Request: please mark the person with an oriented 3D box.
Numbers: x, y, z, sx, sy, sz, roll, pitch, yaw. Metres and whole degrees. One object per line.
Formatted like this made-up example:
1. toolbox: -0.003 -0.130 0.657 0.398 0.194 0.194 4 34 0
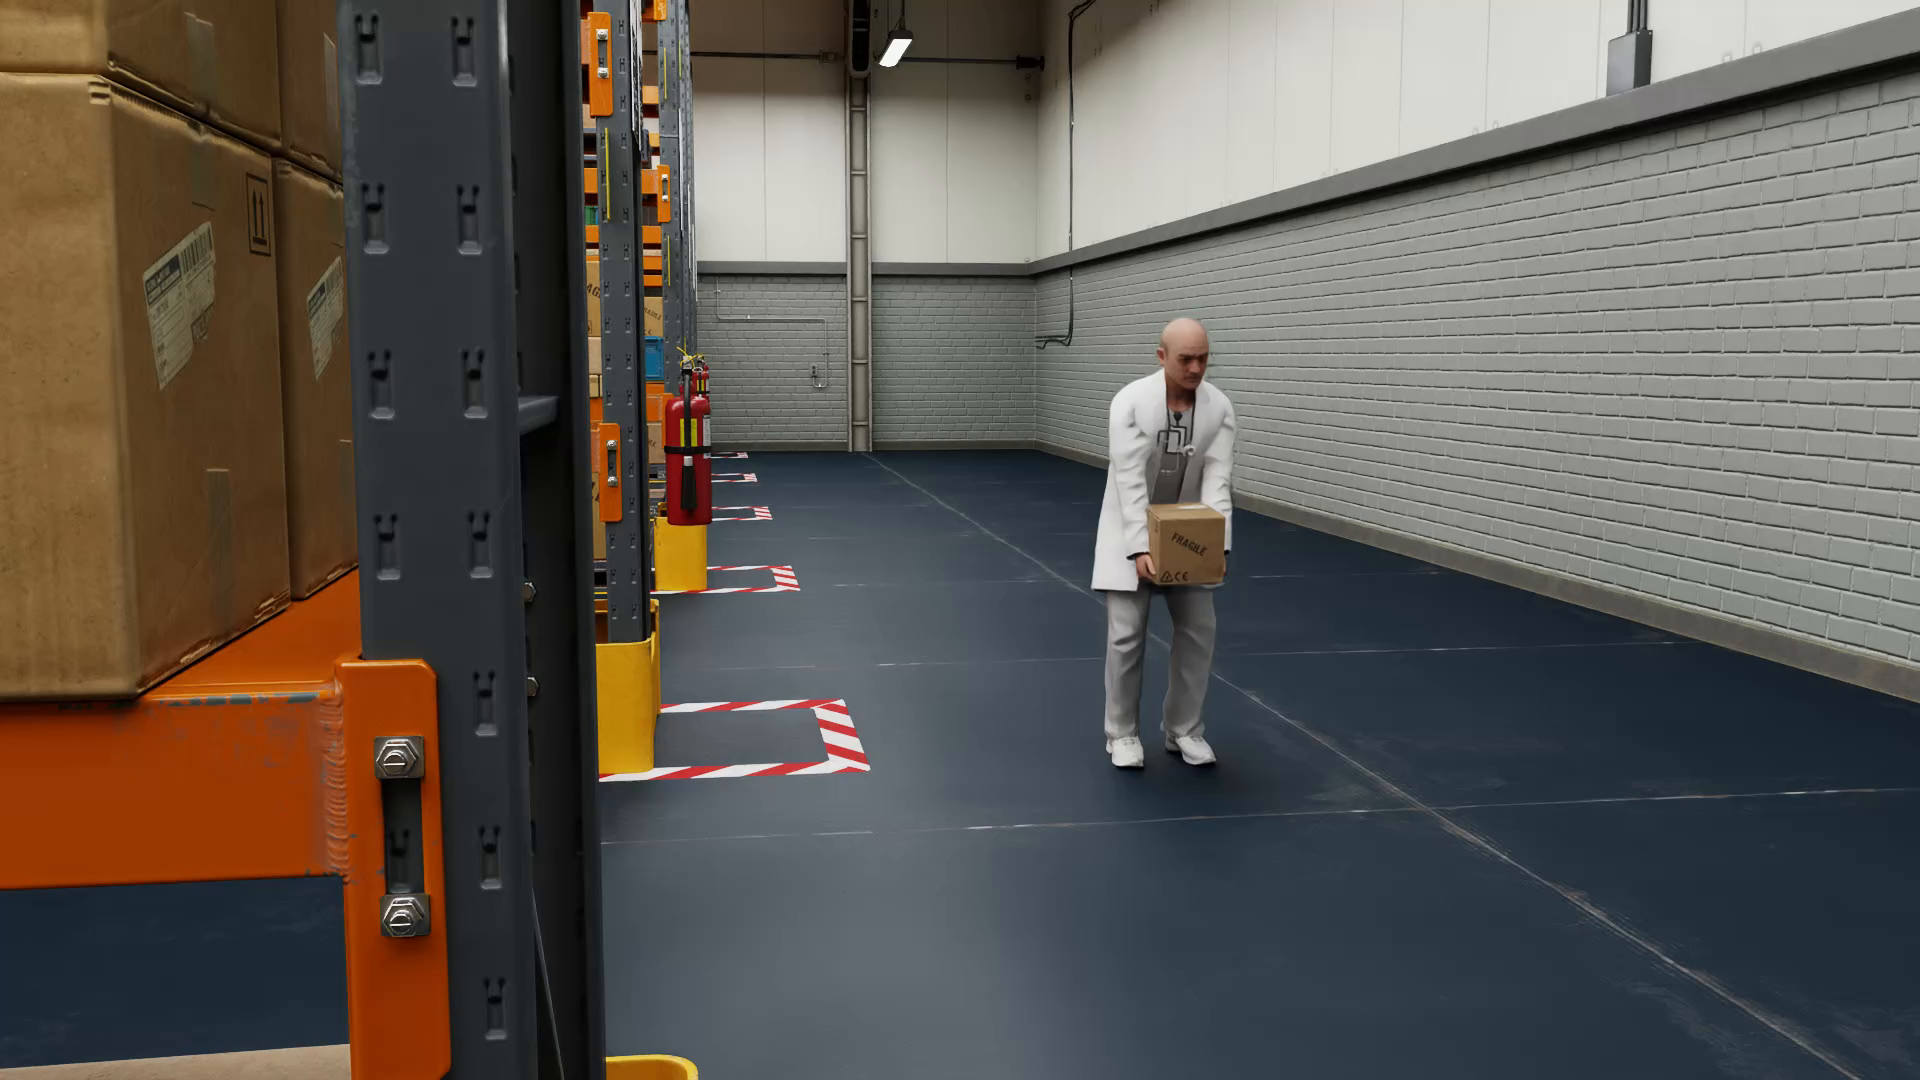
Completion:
1. person: 0.788 0.021 6.376 0.541 1.720 0.618 -1 6 -10
